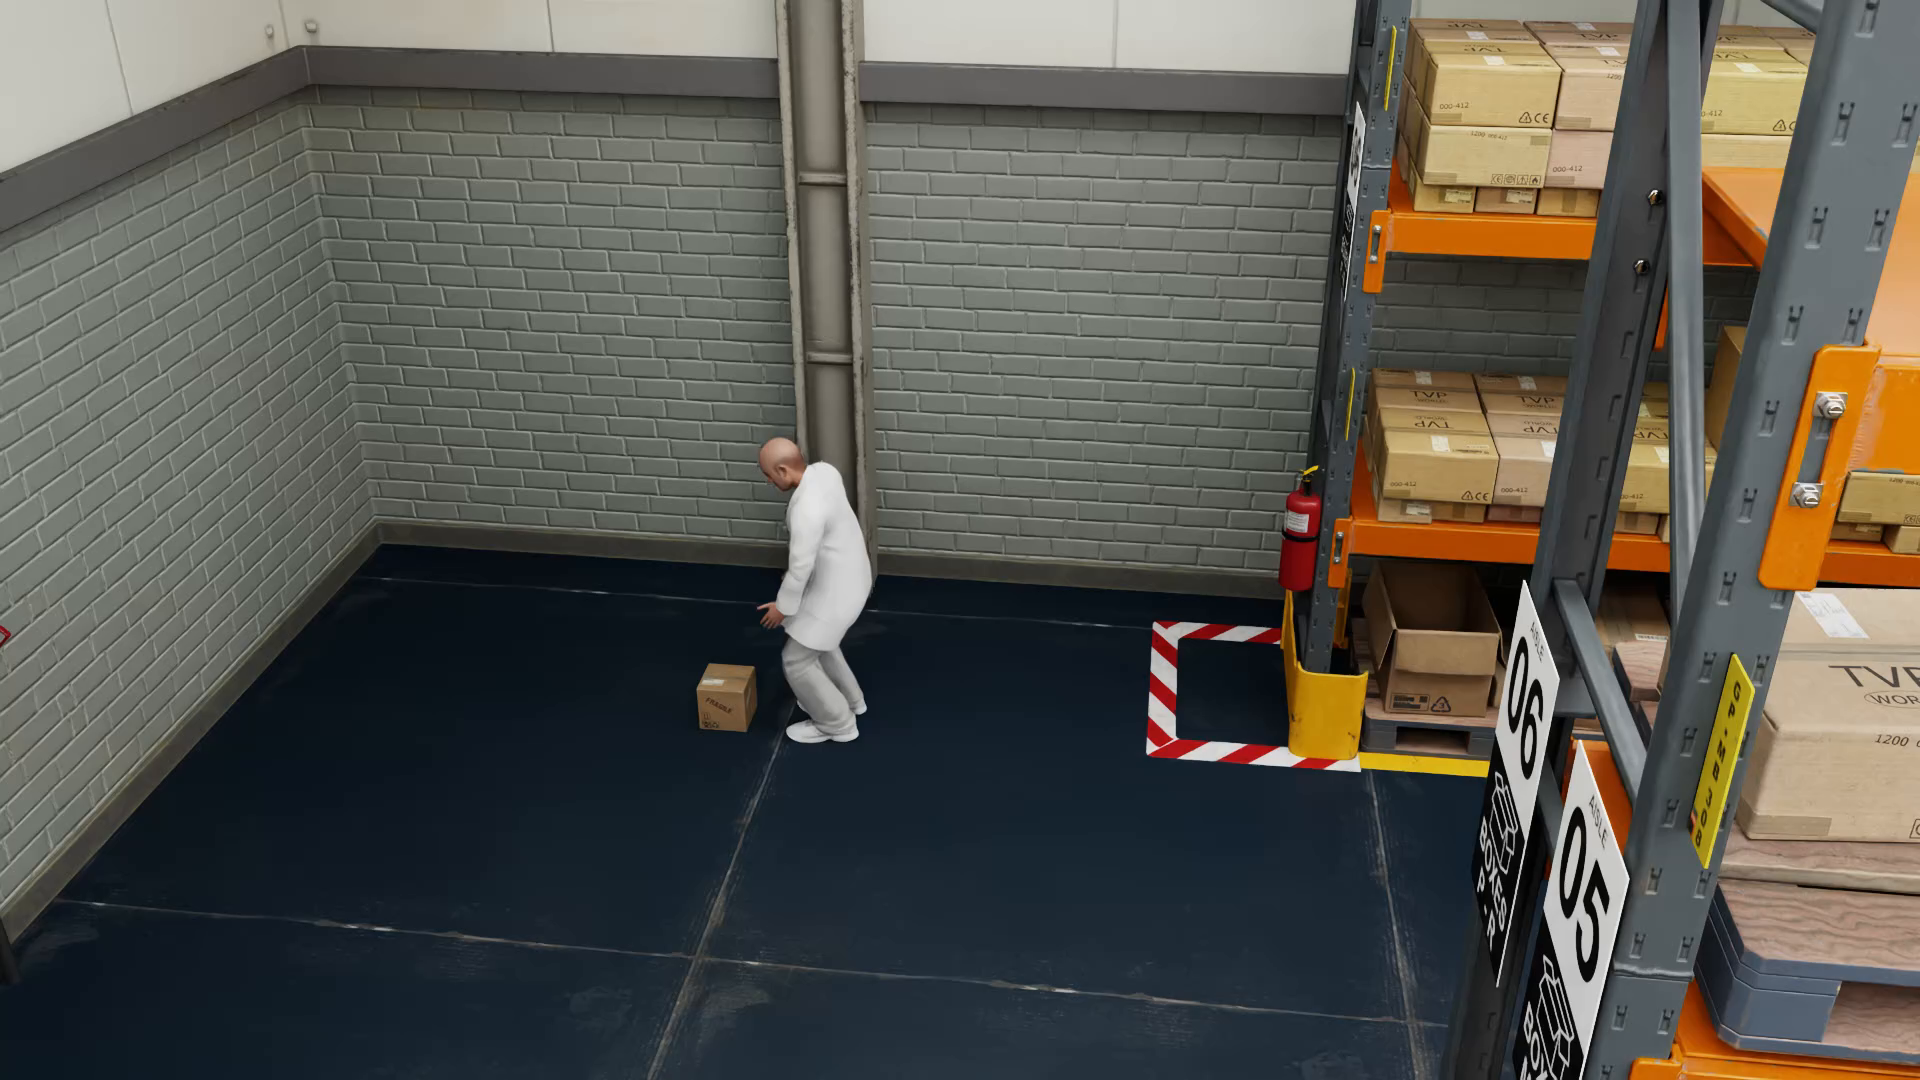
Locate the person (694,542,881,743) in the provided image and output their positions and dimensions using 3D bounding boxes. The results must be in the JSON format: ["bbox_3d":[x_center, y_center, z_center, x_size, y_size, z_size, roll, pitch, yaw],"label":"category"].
[{"bbox_3d":[-0.874,0.500,8.497,0.943,1.024,0.588,2,28,4],"label":"person"}]
